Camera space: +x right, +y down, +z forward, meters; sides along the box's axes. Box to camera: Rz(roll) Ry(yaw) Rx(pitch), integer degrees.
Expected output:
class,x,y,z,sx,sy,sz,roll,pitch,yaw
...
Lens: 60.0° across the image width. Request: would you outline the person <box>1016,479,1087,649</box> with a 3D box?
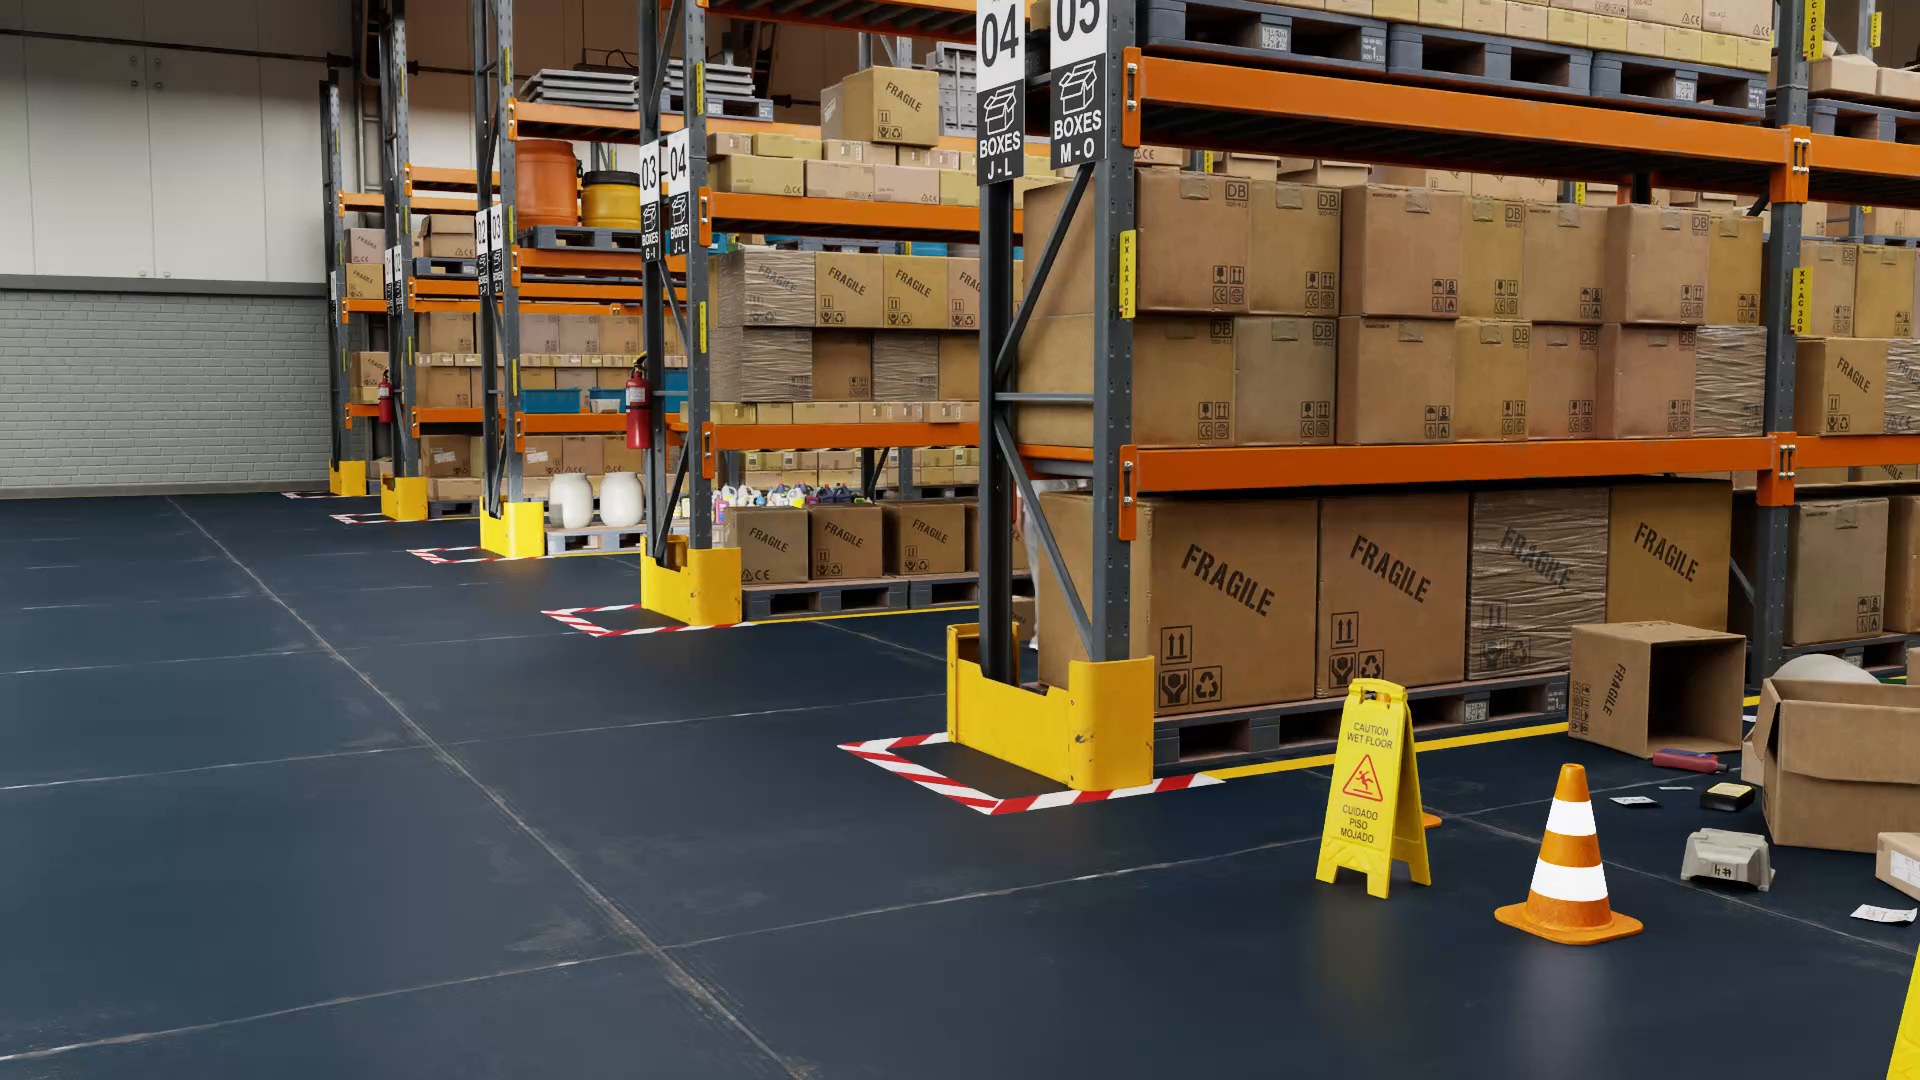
class,x,y,z,sx,sy,sz,roll,pitch,yaw
person,0.513,-0.158,9.845,0.439,1.593,0.532,-2,6,-21
